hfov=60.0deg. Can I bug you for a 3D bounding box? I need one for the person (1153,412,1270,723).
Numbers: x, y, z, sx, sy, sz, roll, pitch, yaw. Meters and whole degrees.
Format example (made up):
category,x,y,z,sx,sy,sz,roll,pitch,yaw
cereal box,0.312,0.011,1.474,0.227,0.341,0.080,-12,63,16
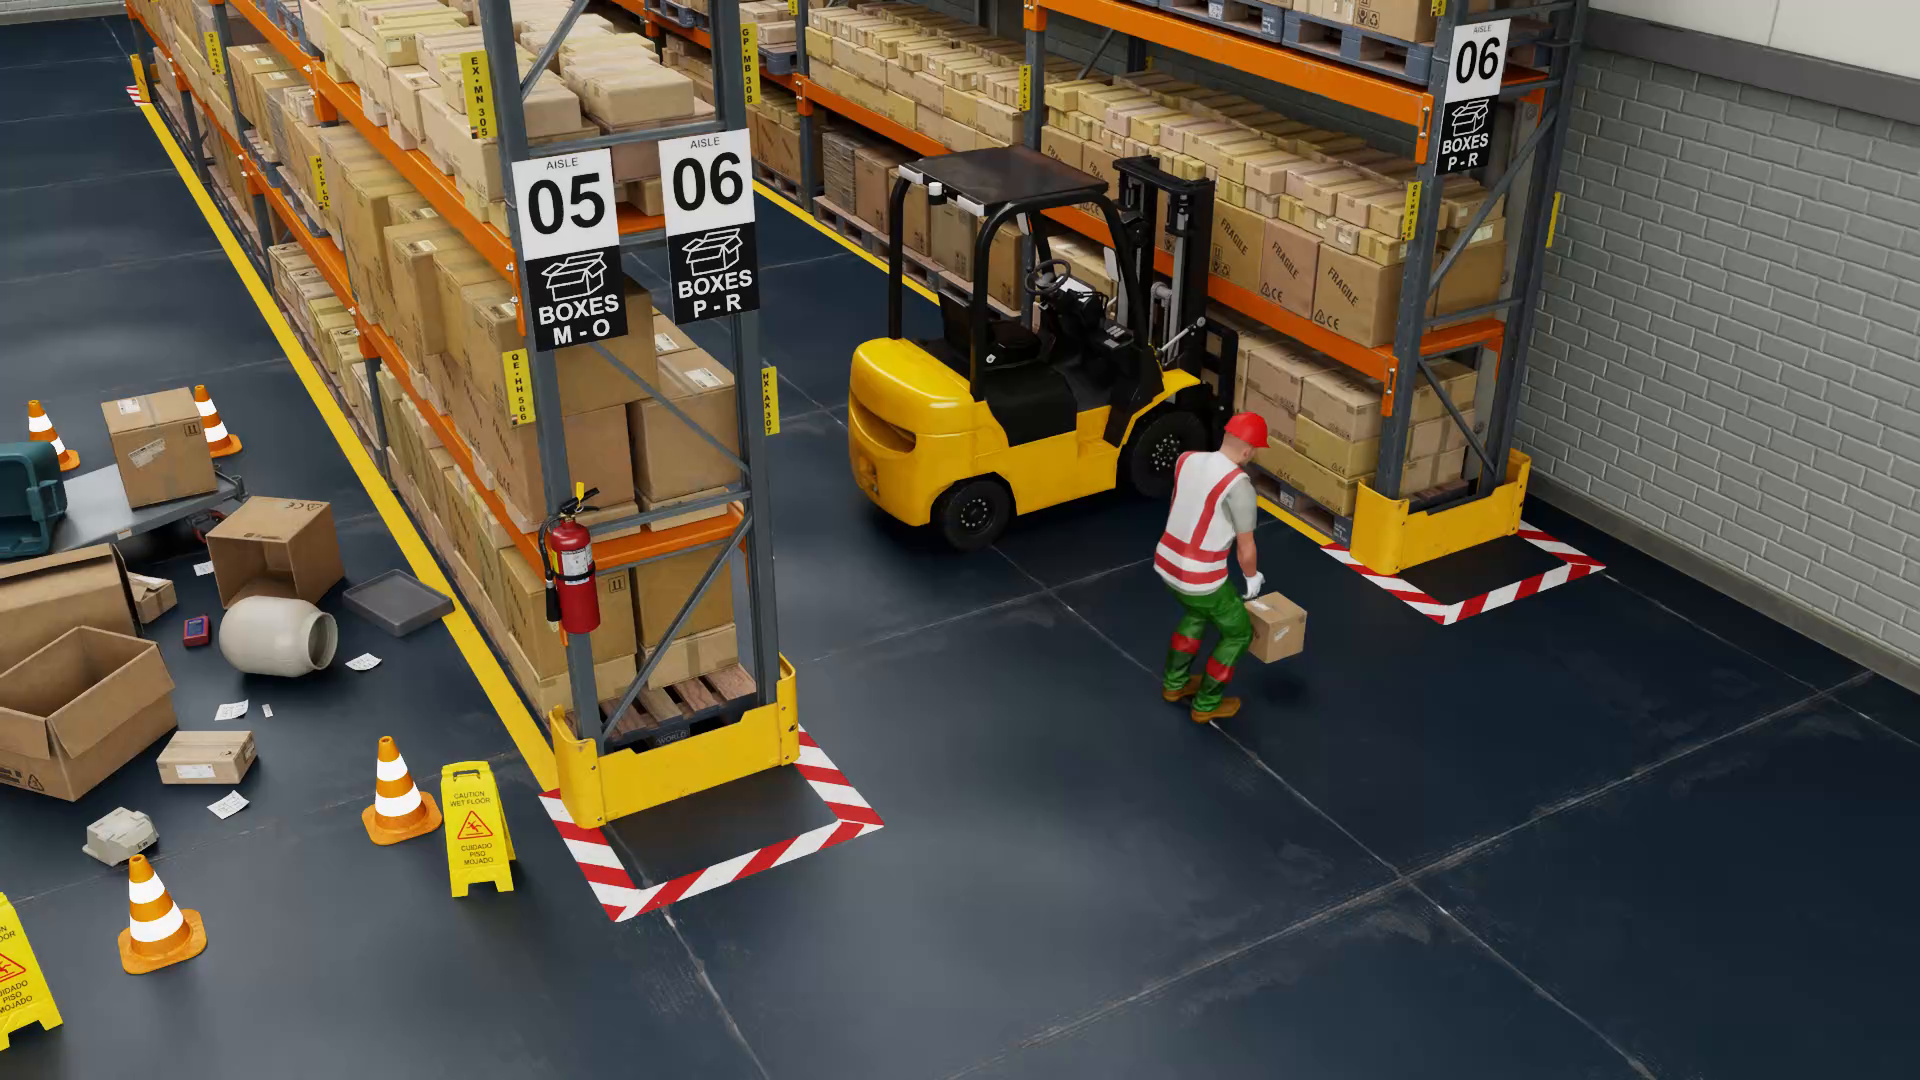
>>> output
category,x,y,z,sx,sy,sz,roll,pitch,yaw
person,1.273,0.130,8.475,0.602,1.627,0.568,-15,32,-26
